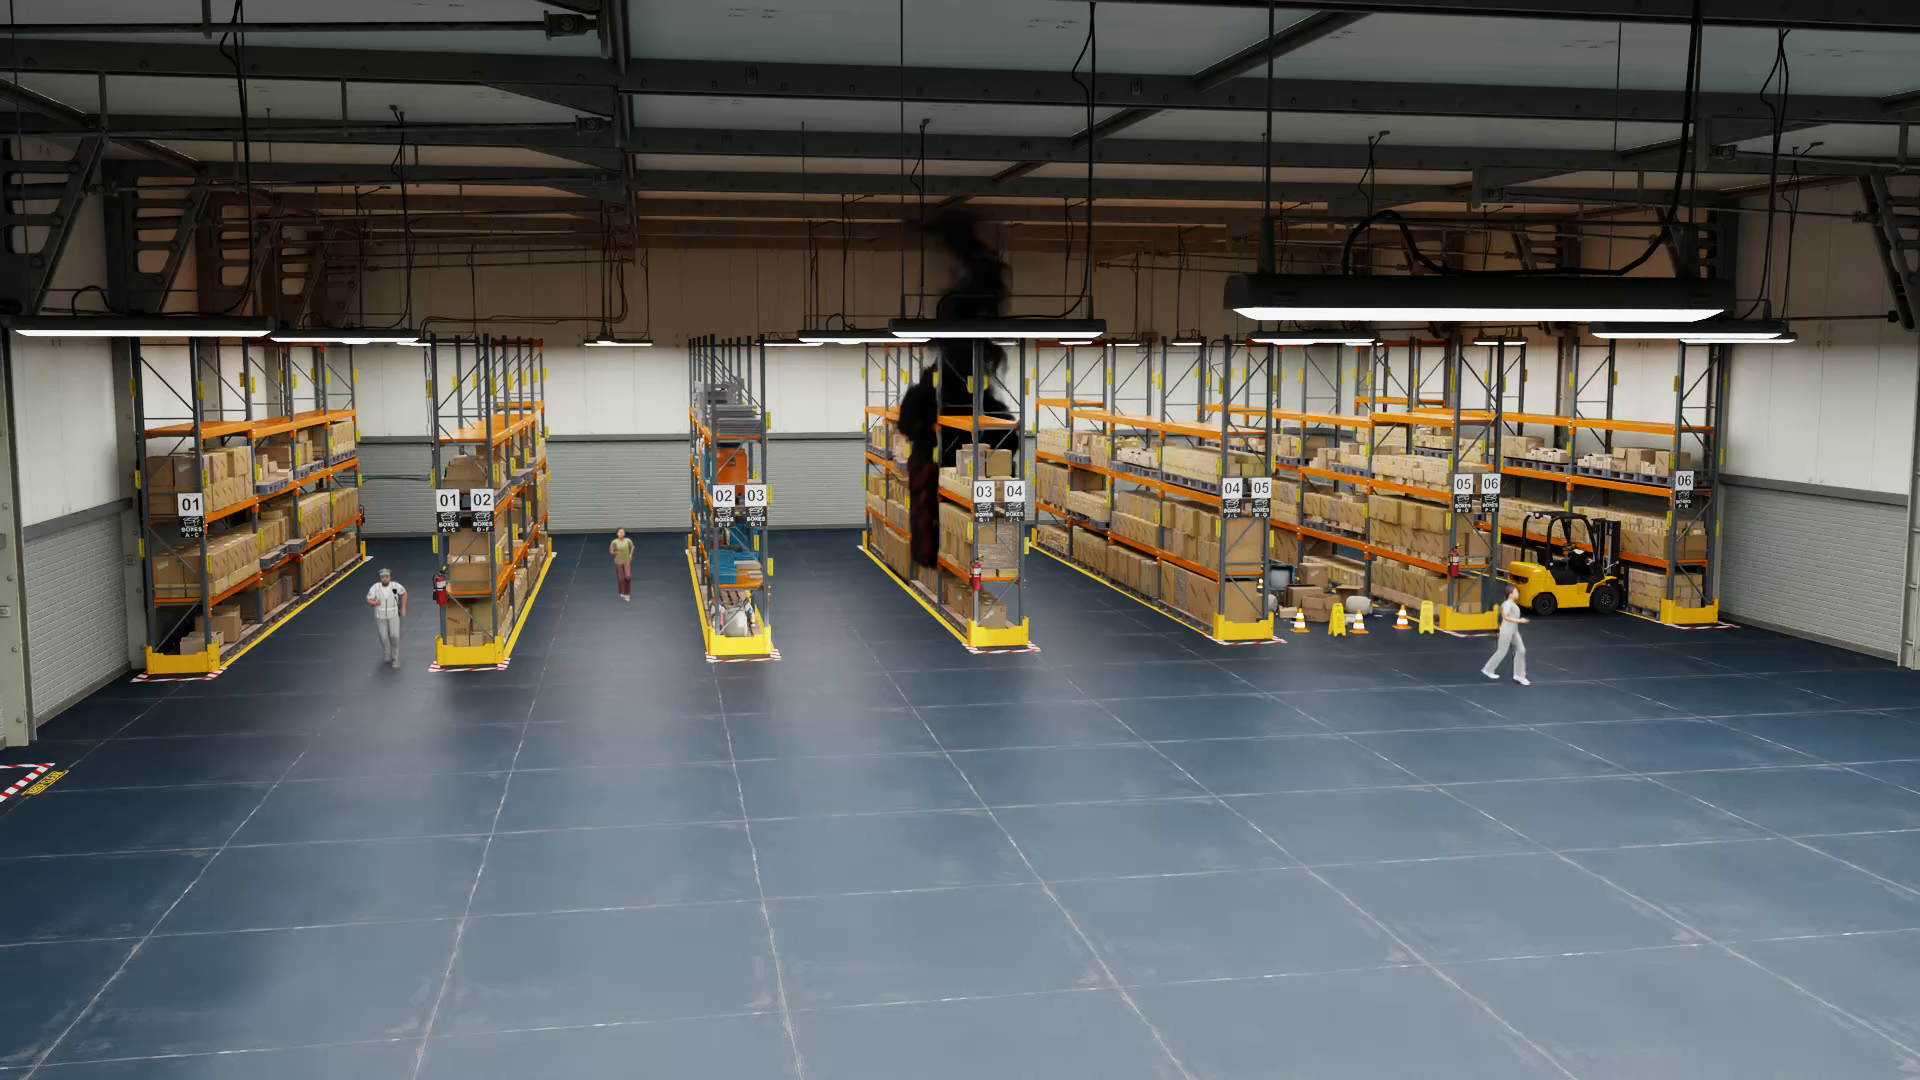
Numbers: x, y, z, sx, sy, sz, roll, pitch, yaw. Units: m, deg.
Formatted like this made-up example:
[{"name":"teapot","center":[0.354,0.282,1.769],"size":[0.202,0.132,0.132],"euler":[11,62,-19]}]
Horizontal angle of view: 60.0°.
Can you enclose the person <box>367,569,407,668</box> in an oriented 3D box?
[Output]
[{"name":"person","center":[-10.413,1.409,30.237],"size":[0.678,1.832,0.851],"euler":[-2,7,-14]}]

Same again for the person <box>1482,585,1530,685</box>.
[{"name":"person","center":[9.405,1.626,28.595],"size":[0.807,1.713,0.552],"euler":[5,8,37]}]

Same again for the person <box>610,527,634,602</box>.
[{"name":"person","center":[-7.703,0.561,37.936],"size":[0.556,1.710,0.711],"euler":[-2,7,-14]}]

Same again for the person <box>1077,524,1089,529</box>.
[{"name":"person","center":[3.813,-0.821,50.119],"size":[0.561,1.624,0.608],"euler":[-2,7,-14]}]
